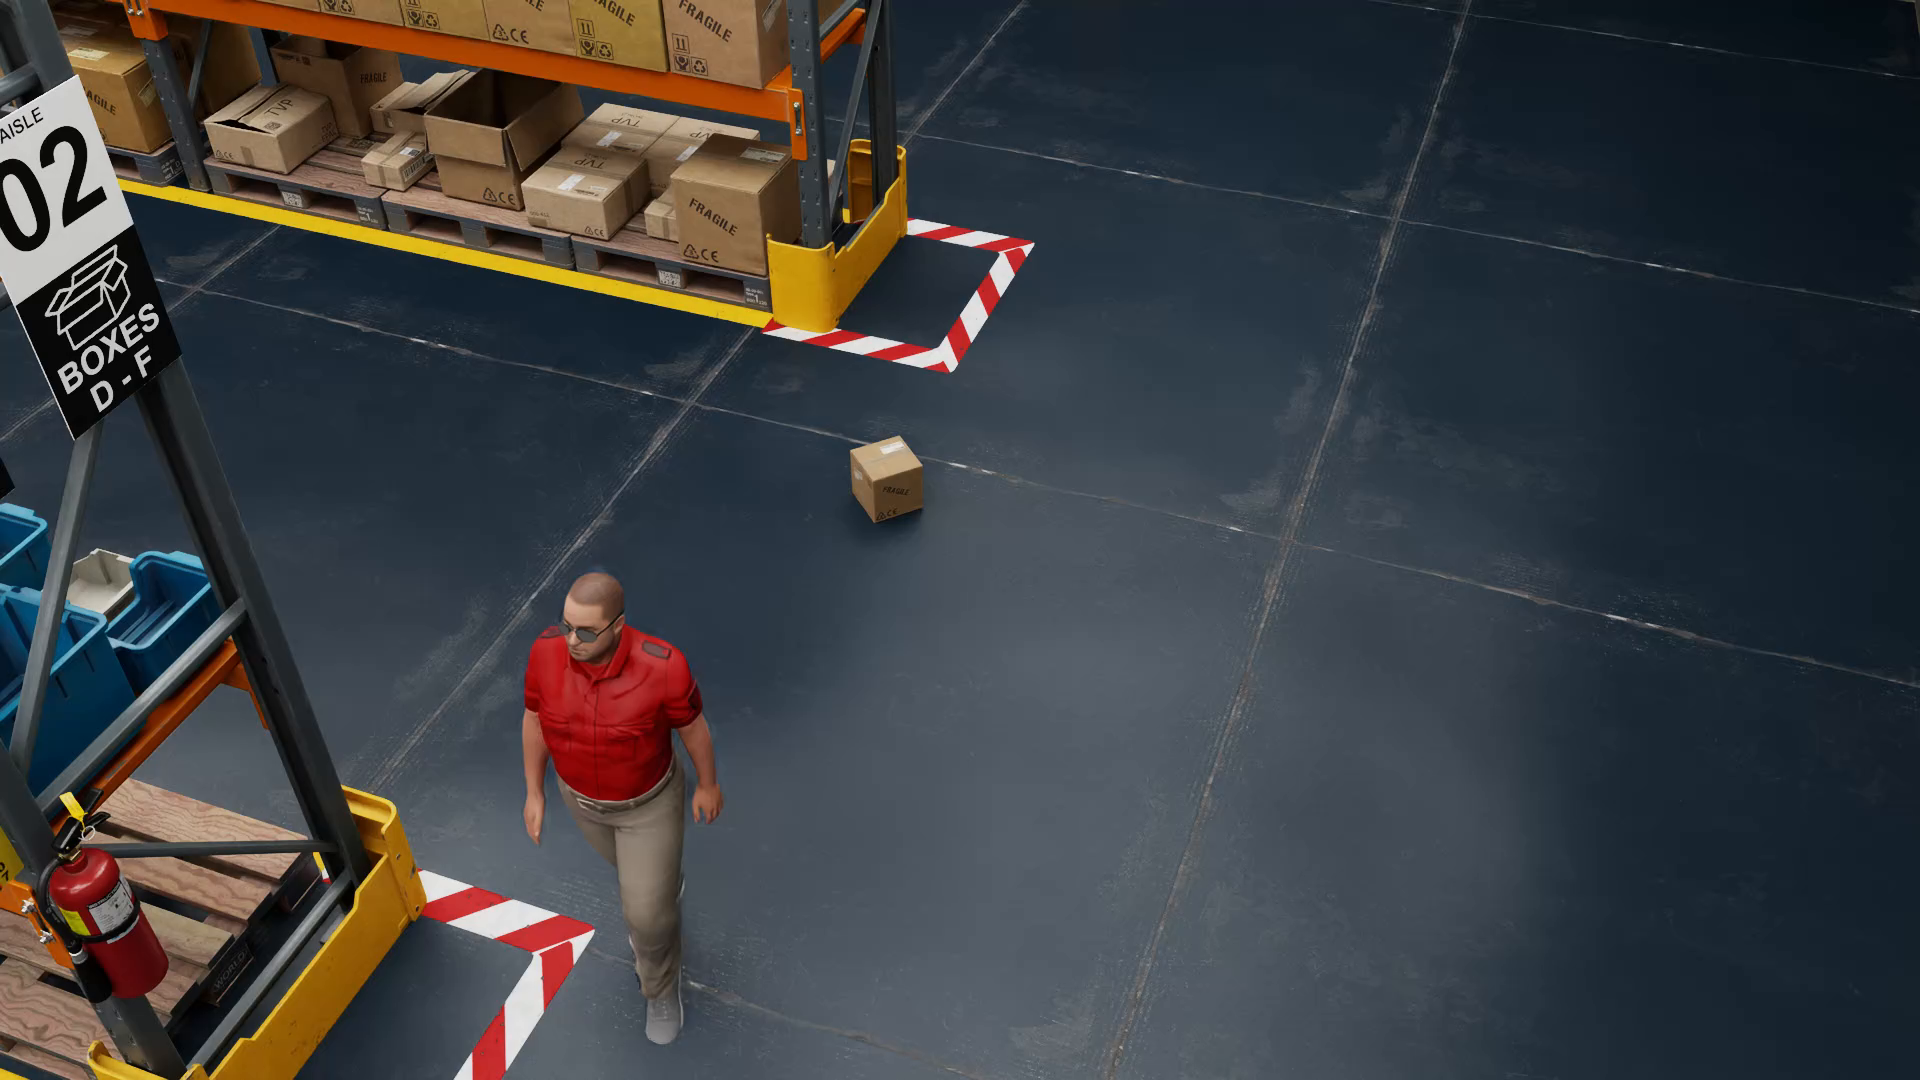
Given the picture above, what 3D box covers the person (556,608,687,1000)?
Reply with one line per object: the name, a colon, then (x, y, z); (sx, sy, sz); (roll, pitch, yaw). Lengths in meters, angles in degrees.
person: (-1.060, 0.781, 5.242); (0.427, 1.542, 0.533); (12, 43, 13)
